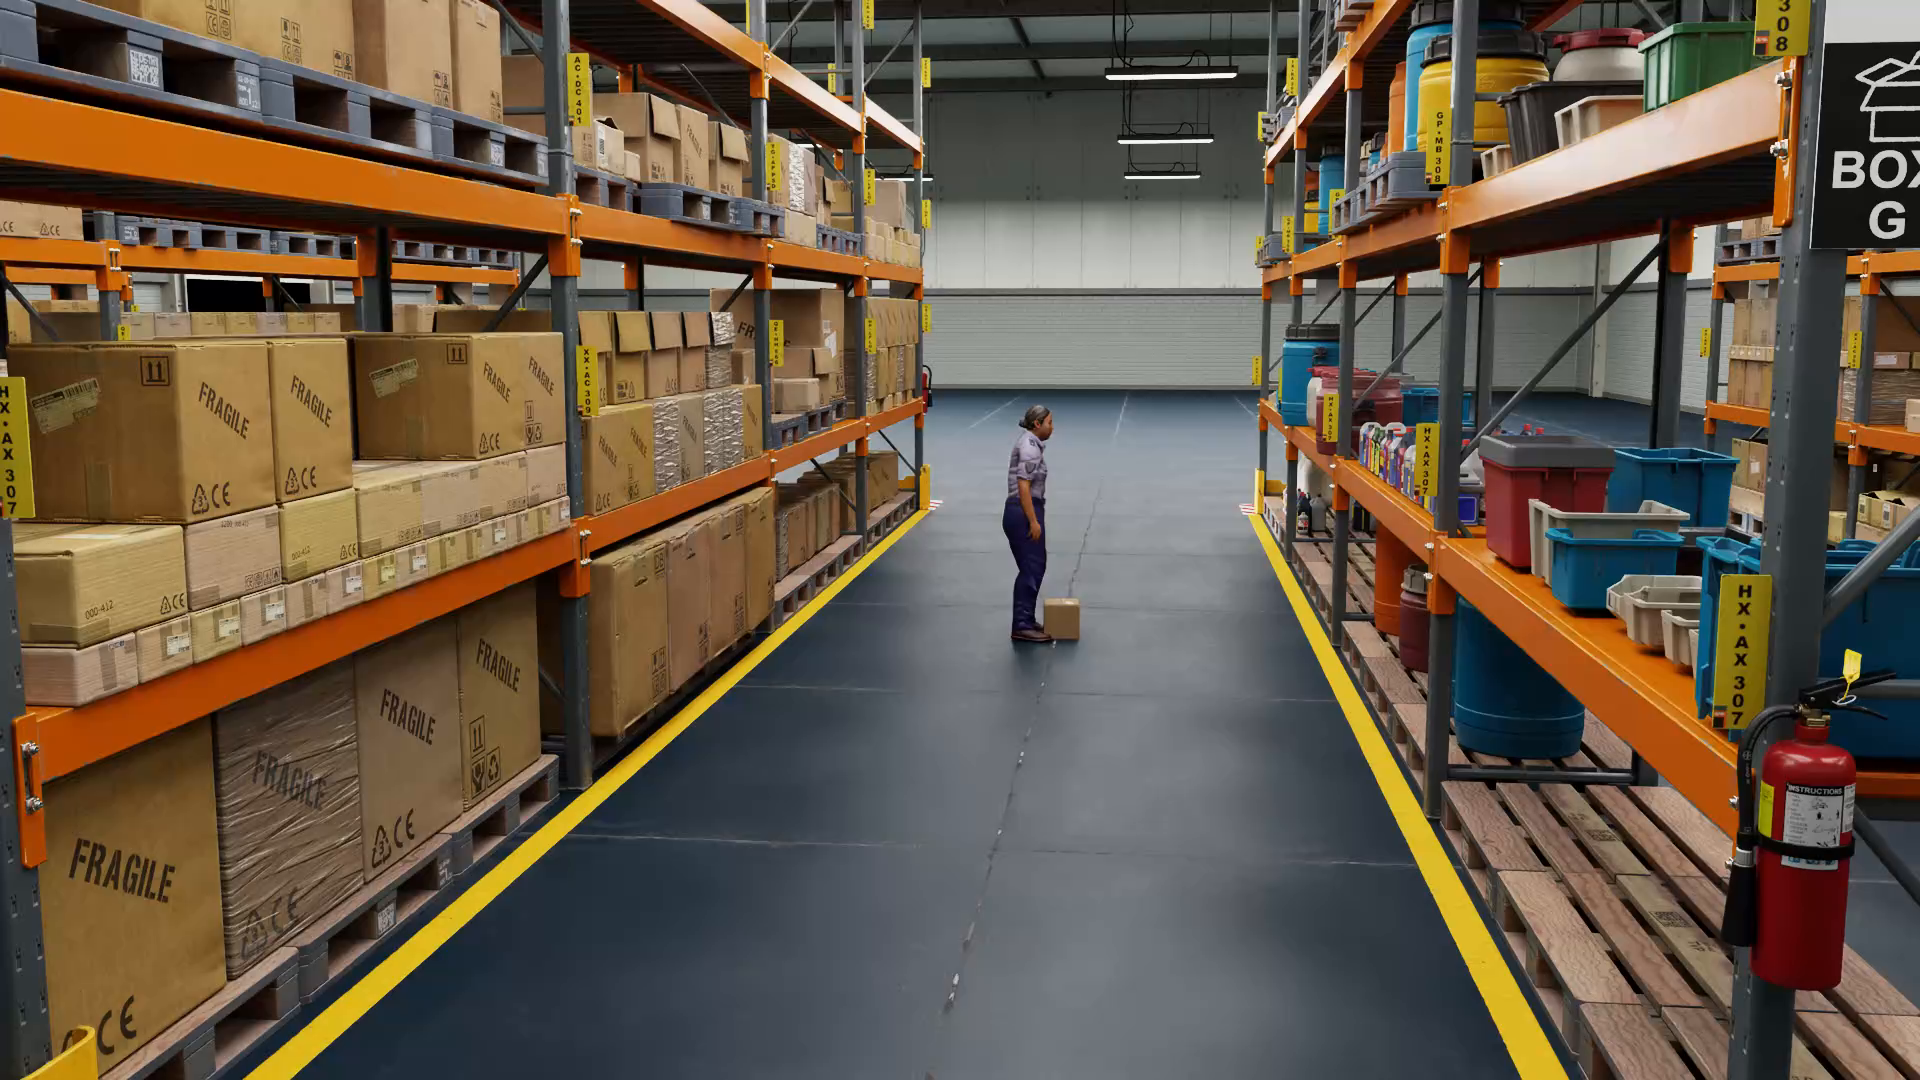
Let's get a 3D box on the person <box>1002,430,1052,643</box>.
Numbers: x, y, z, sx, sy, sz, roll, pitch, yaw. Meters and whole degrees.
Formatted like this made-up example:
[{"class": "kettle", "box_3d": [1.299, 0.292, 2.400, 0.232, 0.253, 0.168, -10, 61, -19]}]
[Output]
[{"class": "person", "box_3d": [0.488, -0.046, 11.825, 0.369, 1.476, 0.554, 0, 8, 3]}]
